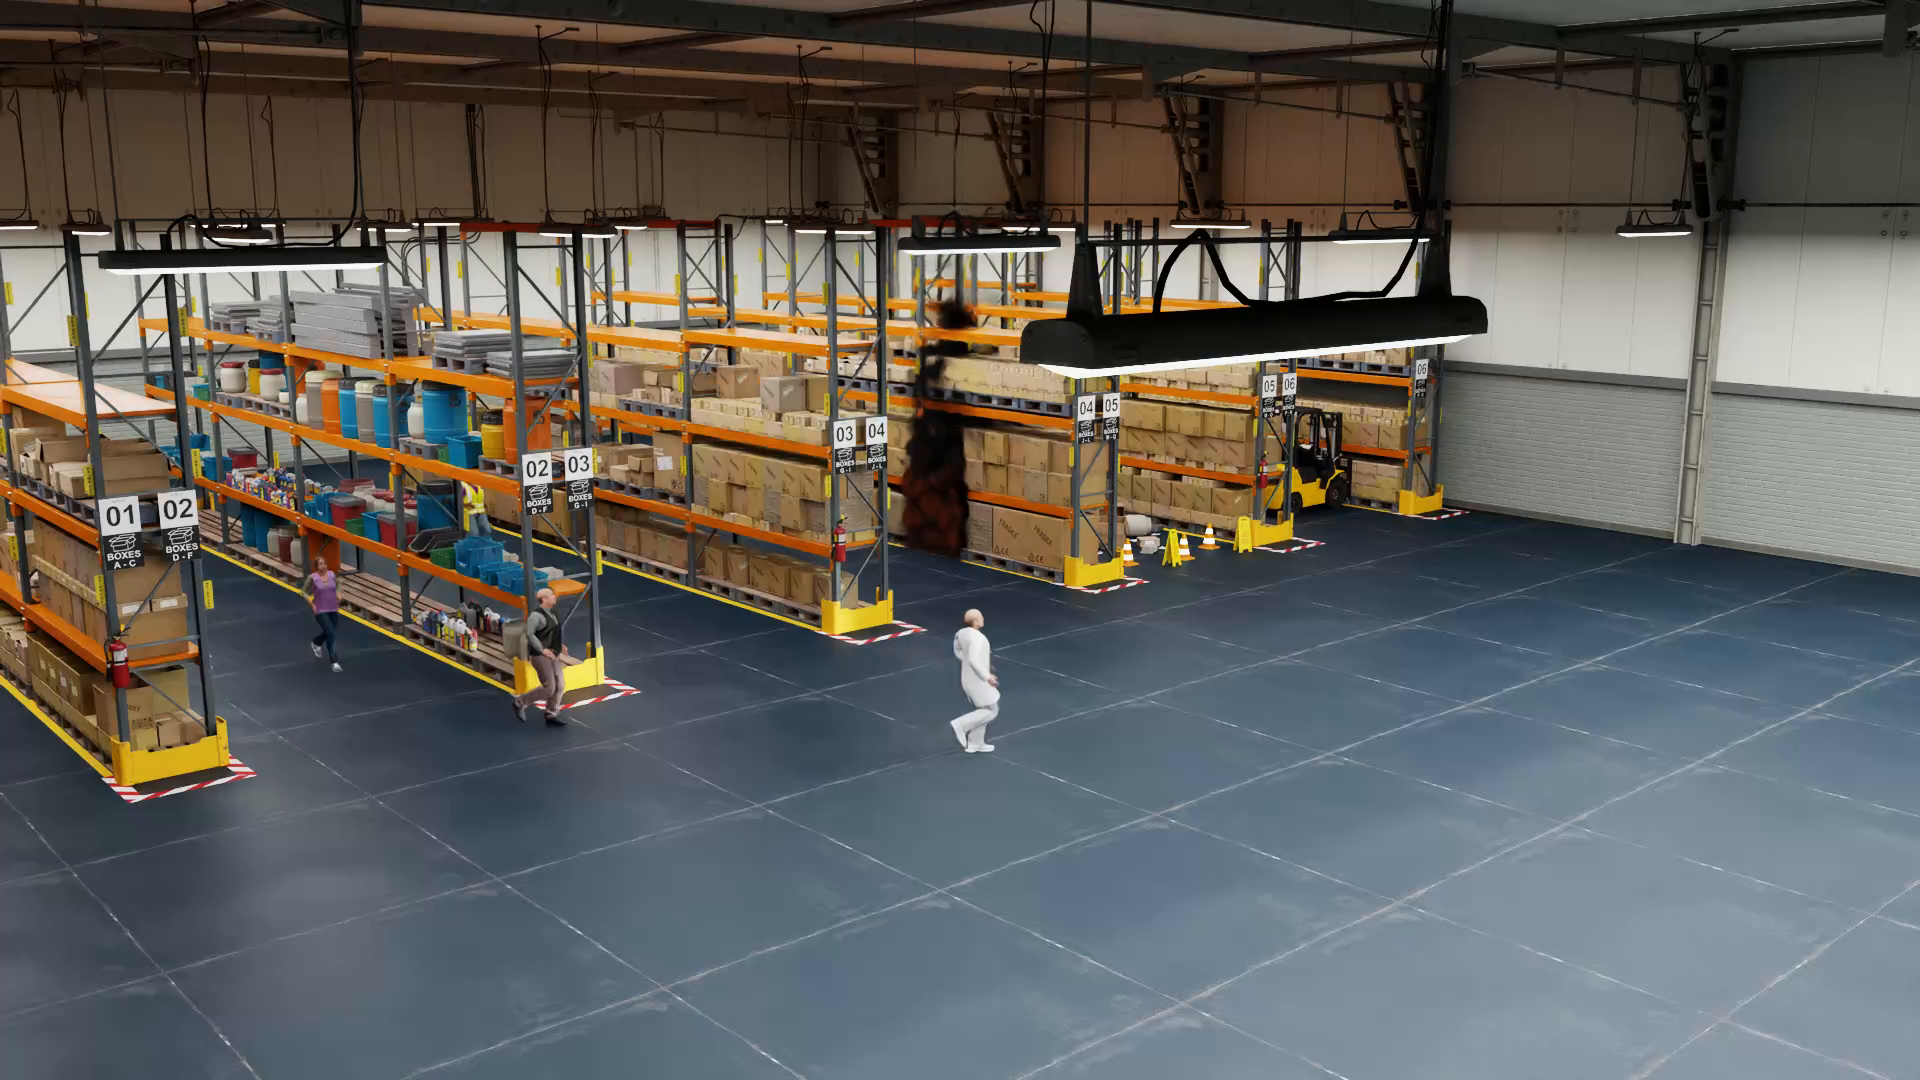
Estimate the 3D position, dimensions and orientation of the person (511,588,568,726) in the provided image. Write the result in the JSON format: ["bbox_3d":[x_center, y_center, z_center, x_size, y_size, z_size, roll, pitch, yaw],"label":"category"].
[{"bbox_3d":[-5.152,1.428,20.577,0.681,1.675,0.725,1,12,7],"label":"person"}]

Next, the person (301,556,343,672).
[{"bbox_3d":[-8.790,0.991,22.993,0.756,1.597,0.532,10,15,42],"label":"person"}]

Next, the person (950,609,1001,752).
[{"bbox_3d":[0.151,1.651,19.363,0.640,1.737,0.709,-5,12,-22],"label":"person"}]

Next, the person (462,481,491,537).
[{"bbox_3d":[-8.682,-0.478,29.806,0.592,1.721,0.686,9,15,39],"label":"person"}]
